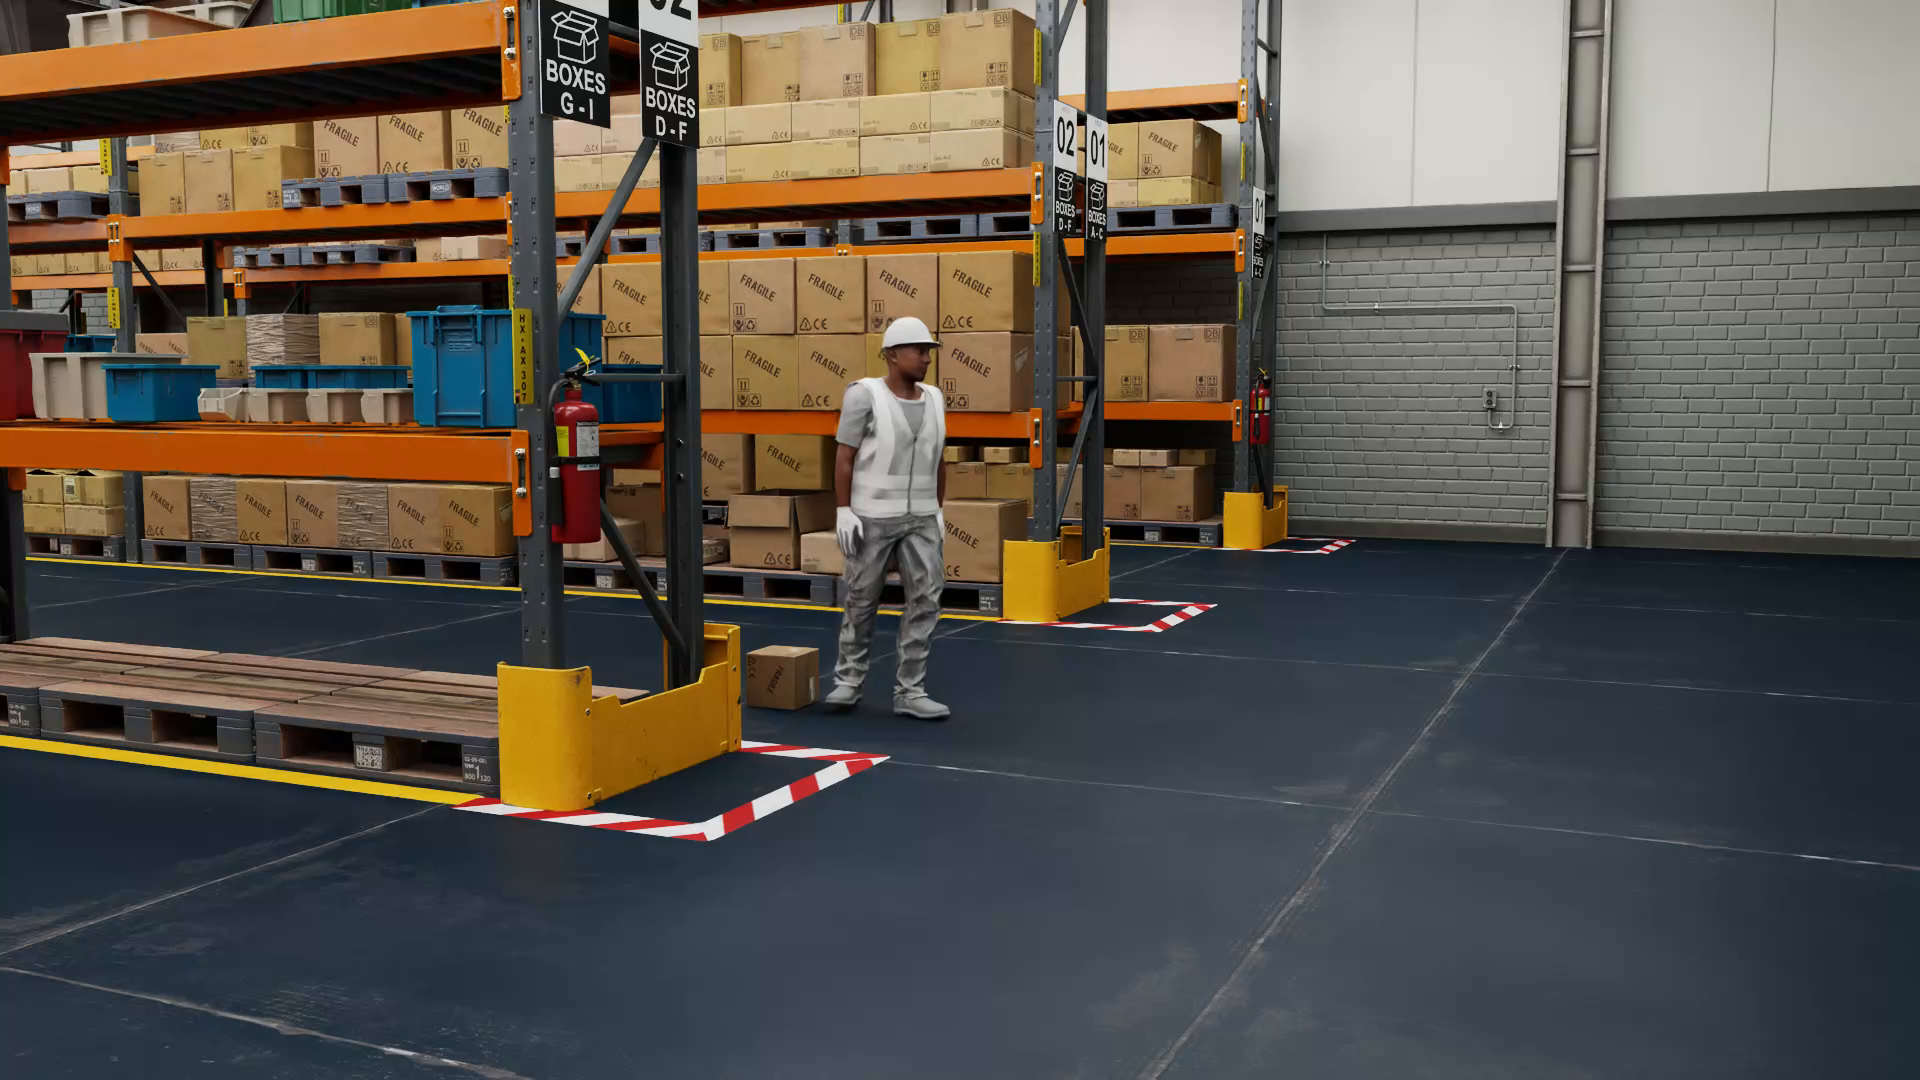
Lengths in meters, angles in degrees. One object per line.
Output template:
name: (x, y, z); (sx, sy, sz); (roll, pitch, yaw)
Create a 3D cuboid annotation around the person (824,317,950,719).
person: (-0.314, -0.100, 7.440); (0.582, 1.777, 0.578); (-3, 6, -30)
